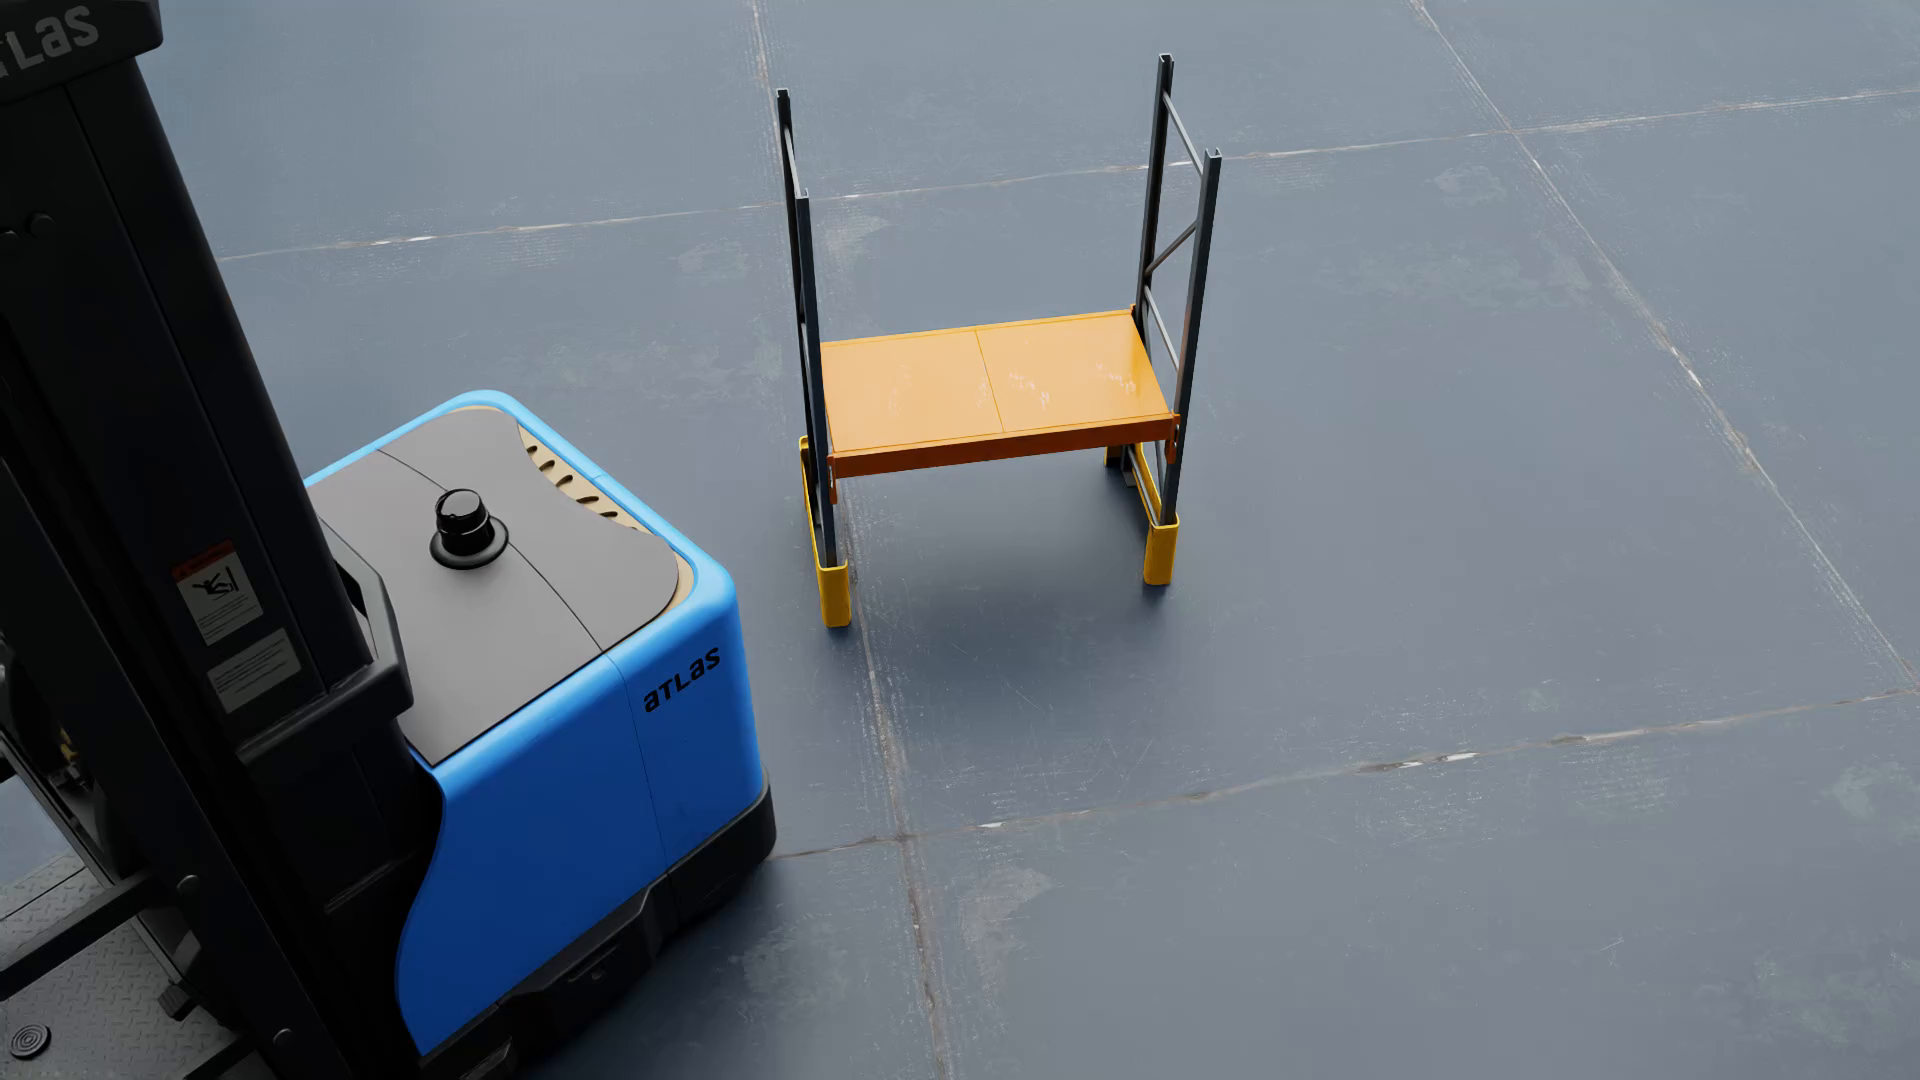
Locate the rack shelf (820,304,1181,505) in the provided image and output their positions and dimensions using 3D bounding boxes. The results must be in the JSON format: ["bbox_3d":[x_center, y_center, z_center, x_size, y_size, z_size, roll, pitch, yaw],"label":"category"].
[{"bbox_3d":[0.084,-0.406,4.850,1.000,0.185,0.538,-7,46,-7],"label":"rack shelf"}]

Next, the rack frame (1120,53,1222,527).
[{"bbox_3d":[0.585,-0.593,4.780,0.032,1.500,0.500,-7,46,-7],"label":"rack frame"}]

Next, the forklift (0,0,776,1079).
[{"bbox_3d":[-1.881,0.324,2.902,1.130,2.935,3.031,36,56,29],"label":"forklift"}]

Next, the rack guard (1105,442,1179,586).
[{"bbox_3d":[0.566,-0.157,5.228,0.087,0.250,0.587,-7,46,-7],"label":"rack guard"}]

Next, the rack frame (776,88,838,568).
[{"bbox_3d":[-0.417,-0.468,4.660,0.032,1.500,0.500,-7,46,-7],"label":"rack frame"}]

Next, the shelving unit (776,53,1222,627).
[{"bbox_3d":[0.075,-0.530,4.719,1.083,1.500,0.587,-7,46,-7],"label":"shelving unit"}]

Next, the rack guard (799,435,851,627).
[{"bbox_3d":[-0.416,-0.035,5.110,0.087,0.250,0.587,-7,46,-7],"label":"rack guard"}]
